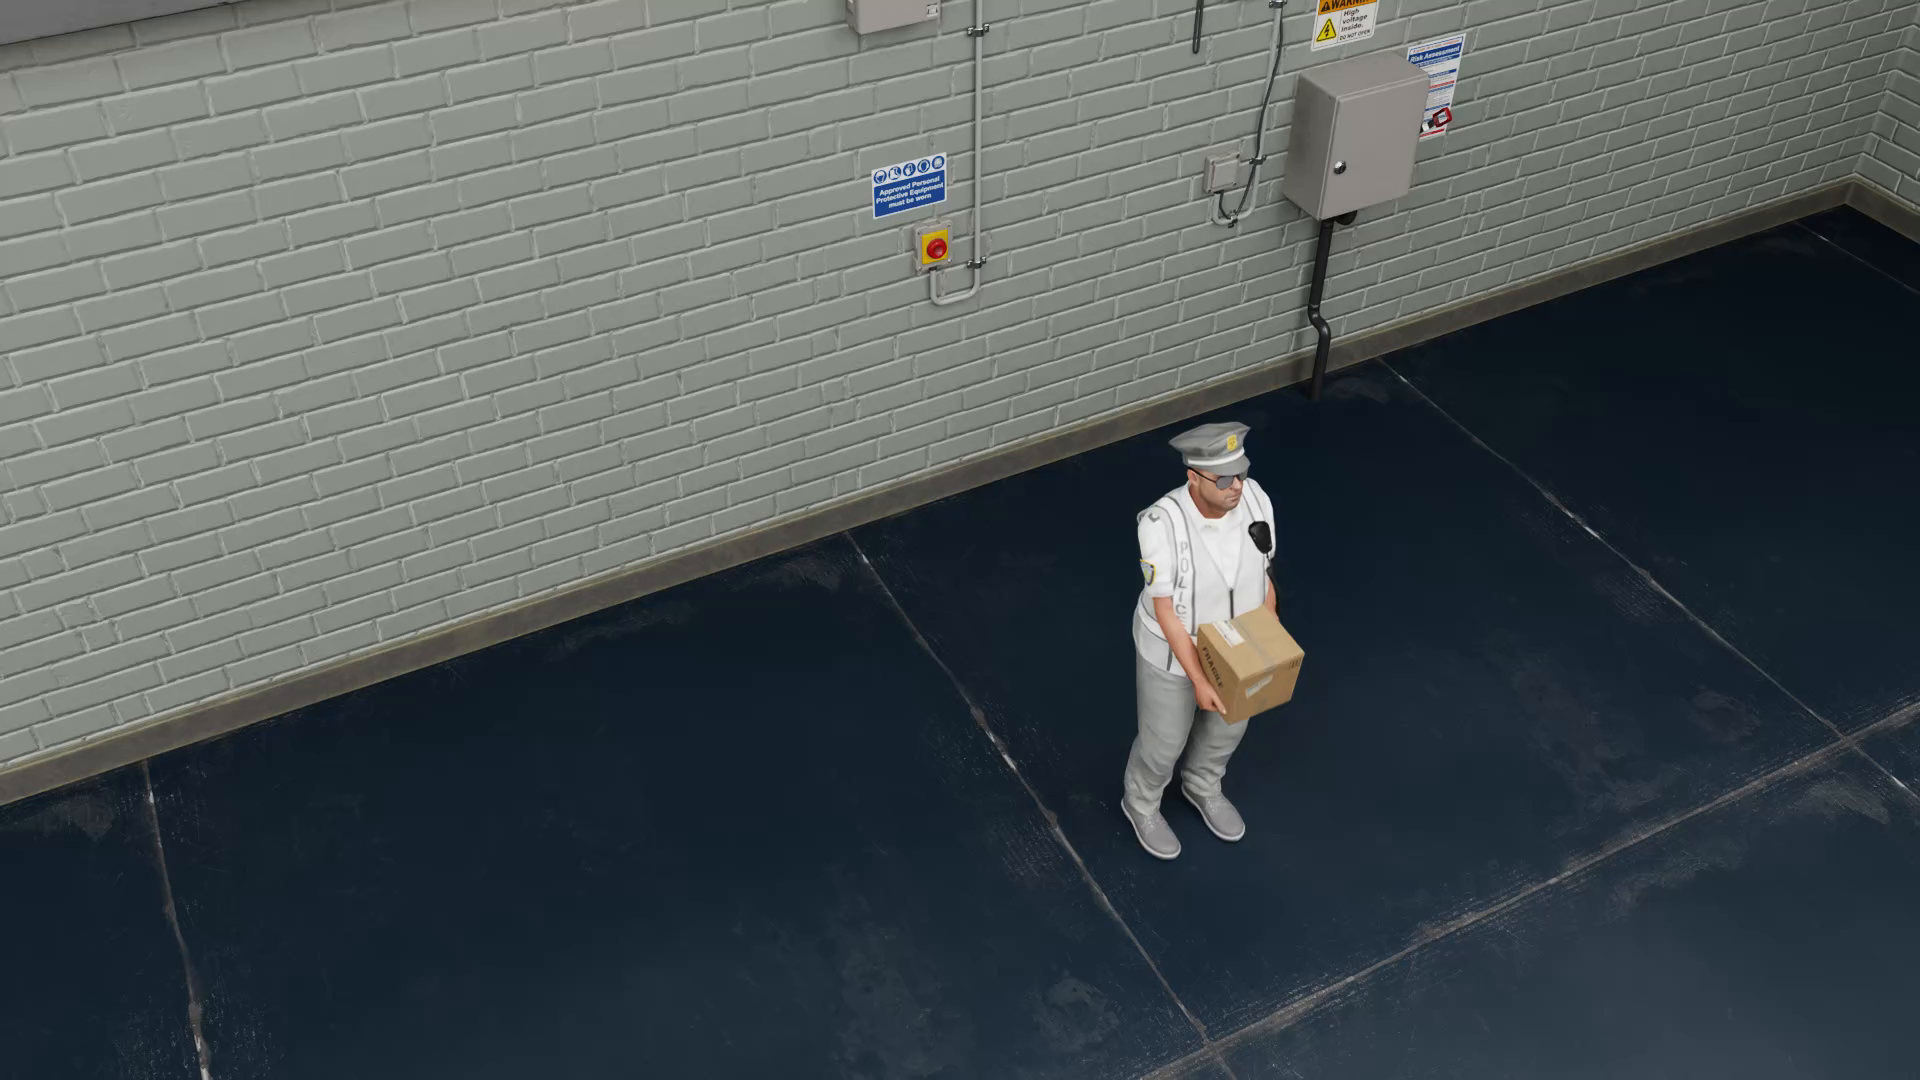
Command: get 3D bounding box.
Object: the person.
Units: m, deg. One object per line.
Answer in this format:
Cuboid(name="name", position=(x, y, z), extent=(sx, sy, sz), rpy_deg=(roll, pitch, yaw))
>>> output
Cuboid(name="person", position=(0.866, 0.389, 5.690), extent=(0.494, 1.768, 0.571), rpy_deg=(-19, 44, -20))
